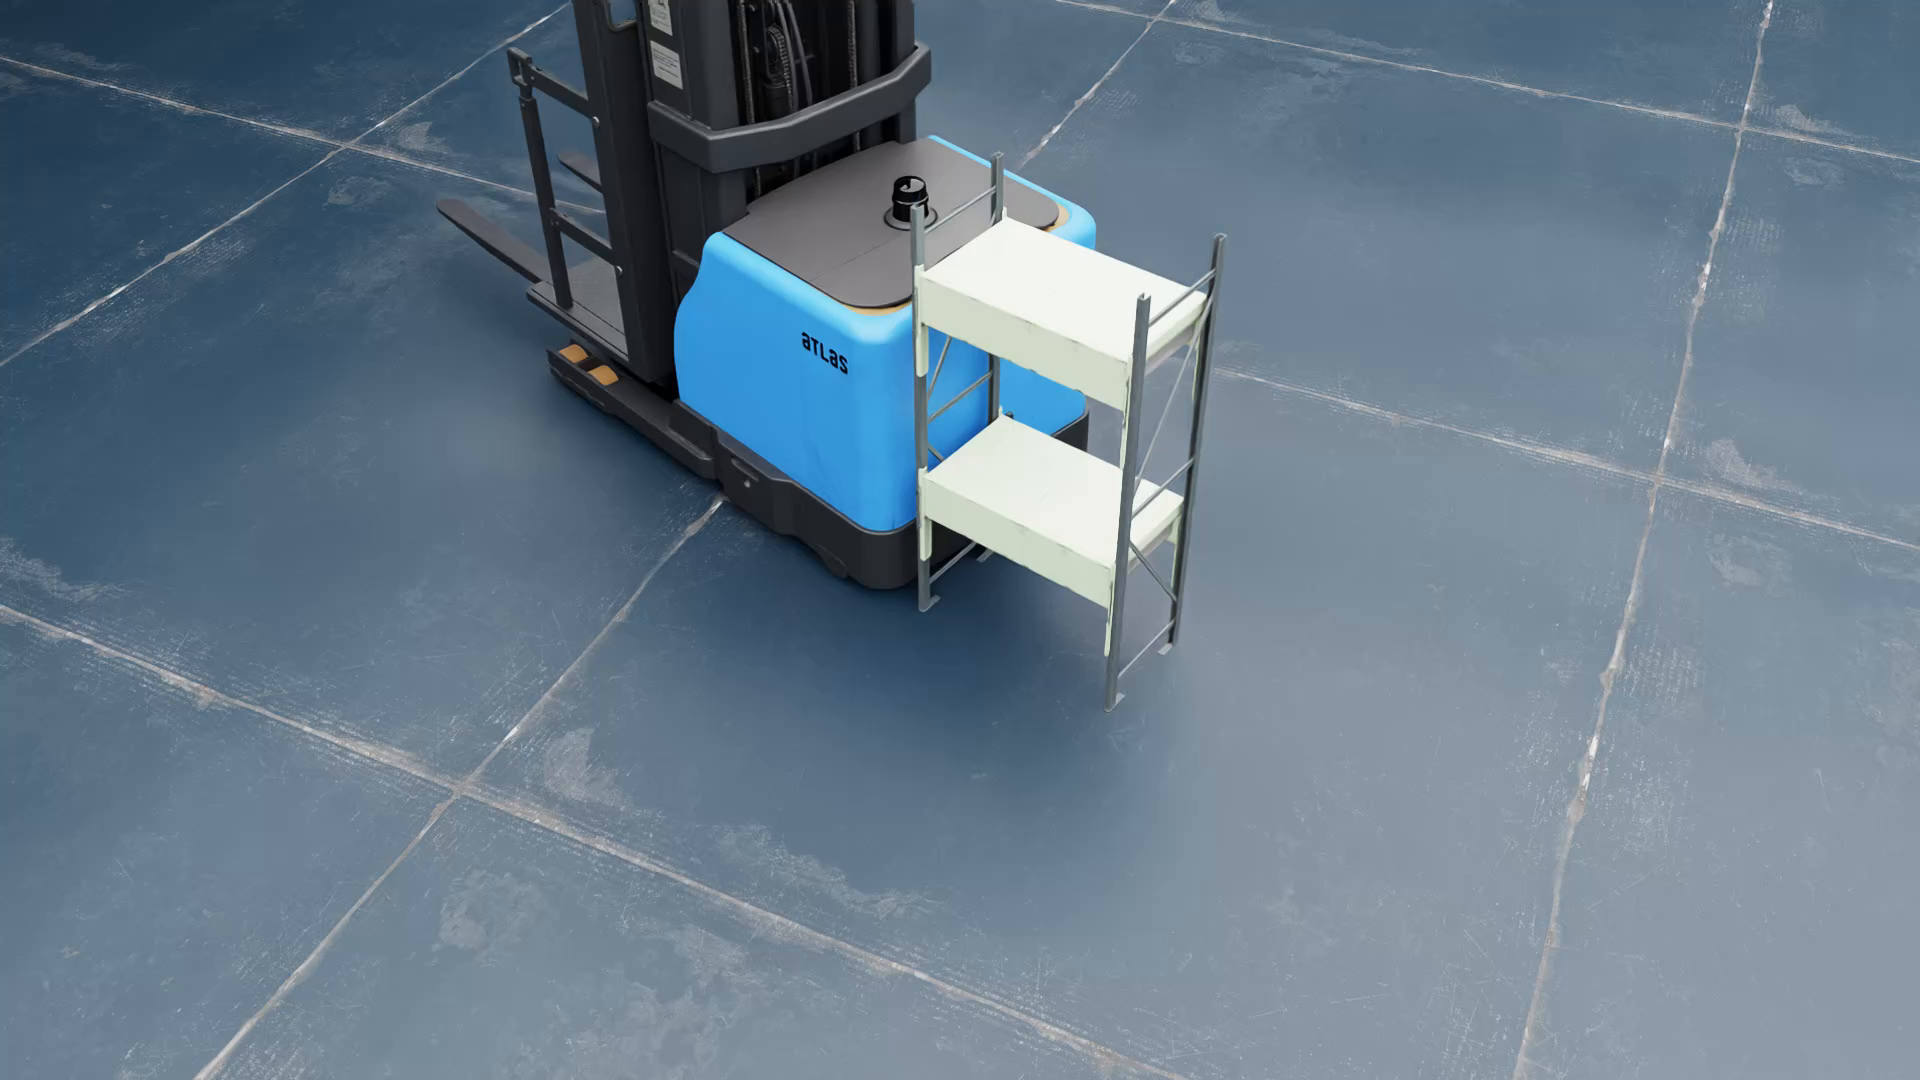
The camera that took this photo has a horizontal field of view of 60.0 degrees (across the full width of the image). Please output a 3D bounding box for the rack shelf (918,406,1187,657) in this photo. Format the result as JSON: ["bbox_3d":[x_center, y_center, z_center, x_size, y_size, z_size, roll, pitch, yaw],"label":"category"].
[{"bbox_3d":[0.284,-0.039,5.148,0.720,0.370,0.431,27,48,28],"label":"rack shelf"}]

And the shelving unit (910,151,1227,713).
[{"bbox_3d":[0.284,-0.286,4.935,0.755,1.500,0.431,27,48,28],"label":"shelving unit"}]

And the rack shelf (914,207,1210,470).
[{"bbox_3d":[0.284,-0.581,4.679,0.720,0.370,0.431,27,48,28],"label":"rack shelf"}]

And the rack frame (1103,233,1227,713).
[{"bbox_3d":[0.574,-0.139,4.765,0.023,1.500,0.400,27,48,28],"label":"rack frame"}]

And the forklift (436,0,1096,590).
[{"bbox_3d":[-0.934,-1.811,5.602,1.130,2.935,3.031,-32,50,-32],"label":"forklift"}]

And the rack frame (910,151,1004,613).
[{"bbox_3d":[-0.005,-0.433,5.104,0.023,1.500,0.400,27,48,28],"label":"rack frame"}]
